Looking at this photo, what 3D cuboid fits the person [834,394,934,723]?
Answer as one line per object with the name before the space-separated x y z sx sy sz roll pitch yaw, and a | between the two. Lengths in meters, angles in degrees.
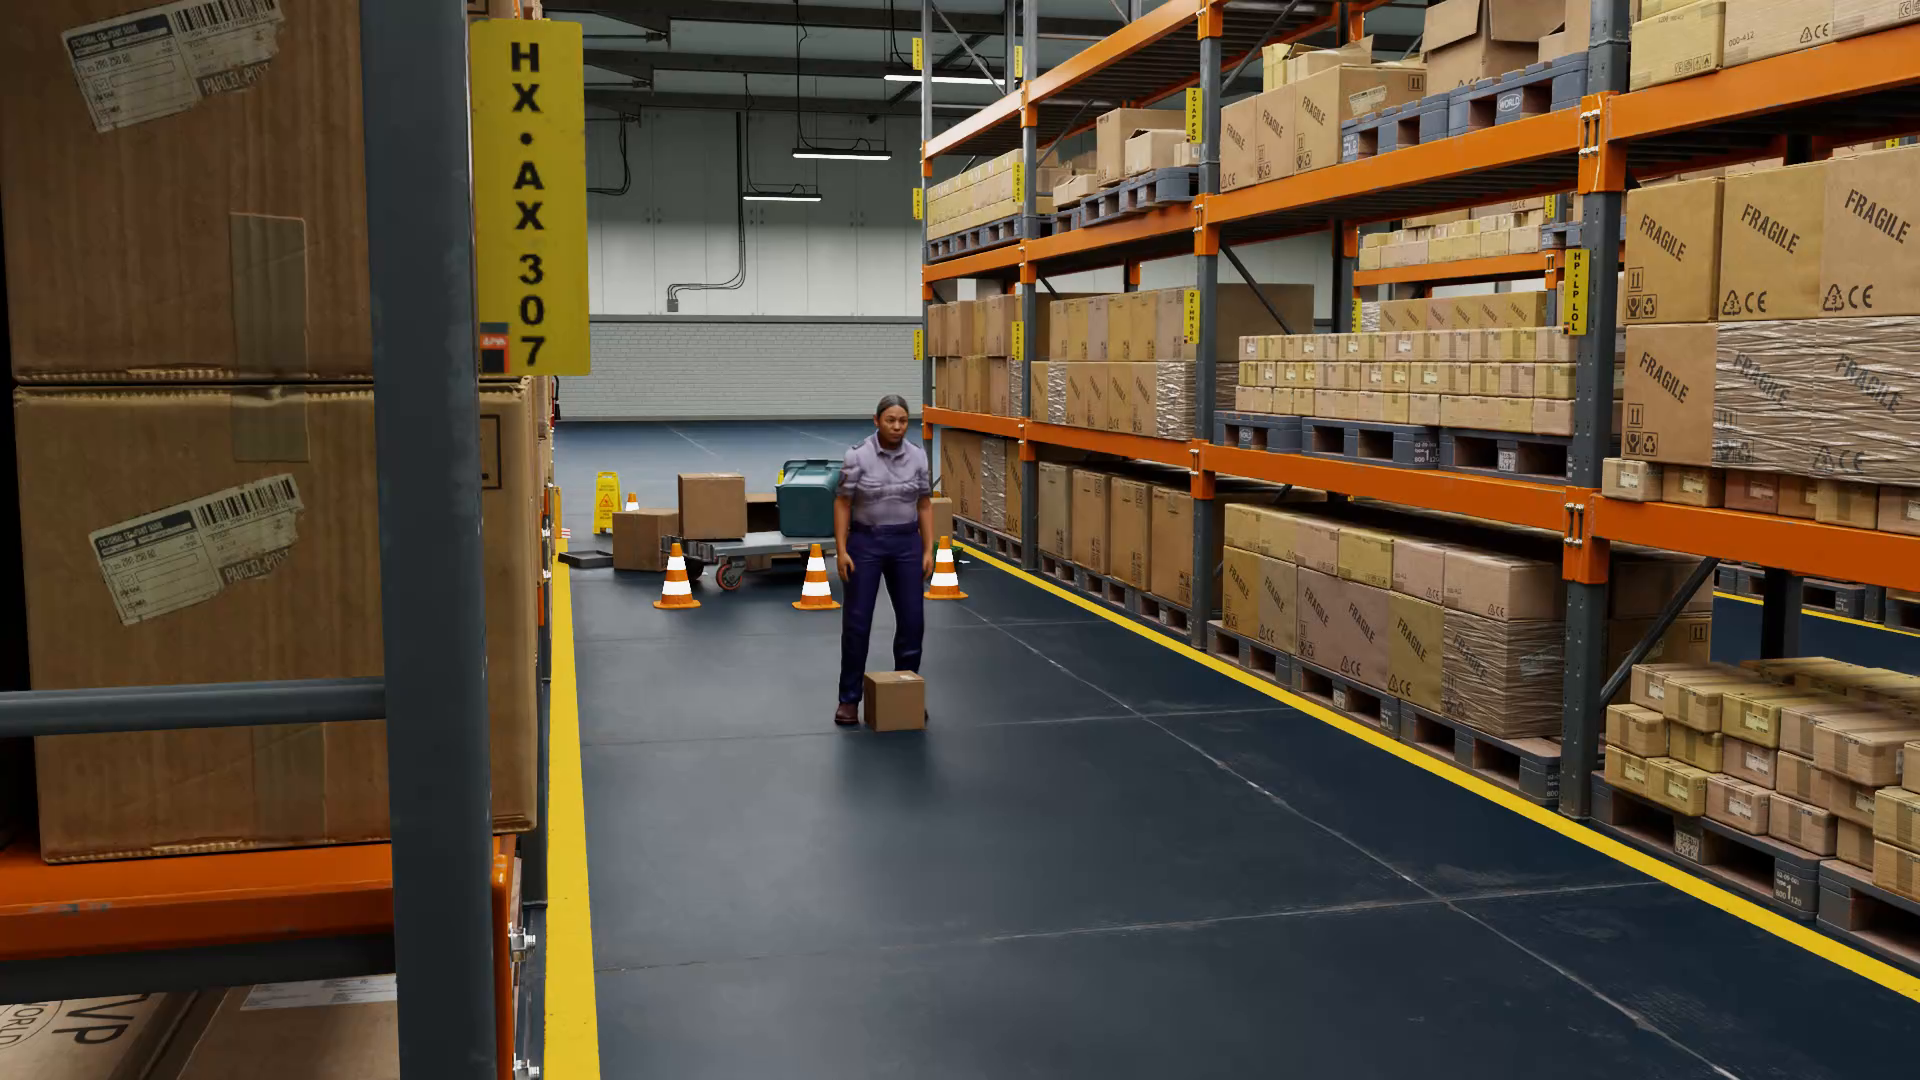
person | -0.392 0.084 8.458 0.555 1.650 0.377 -2 7 -17
